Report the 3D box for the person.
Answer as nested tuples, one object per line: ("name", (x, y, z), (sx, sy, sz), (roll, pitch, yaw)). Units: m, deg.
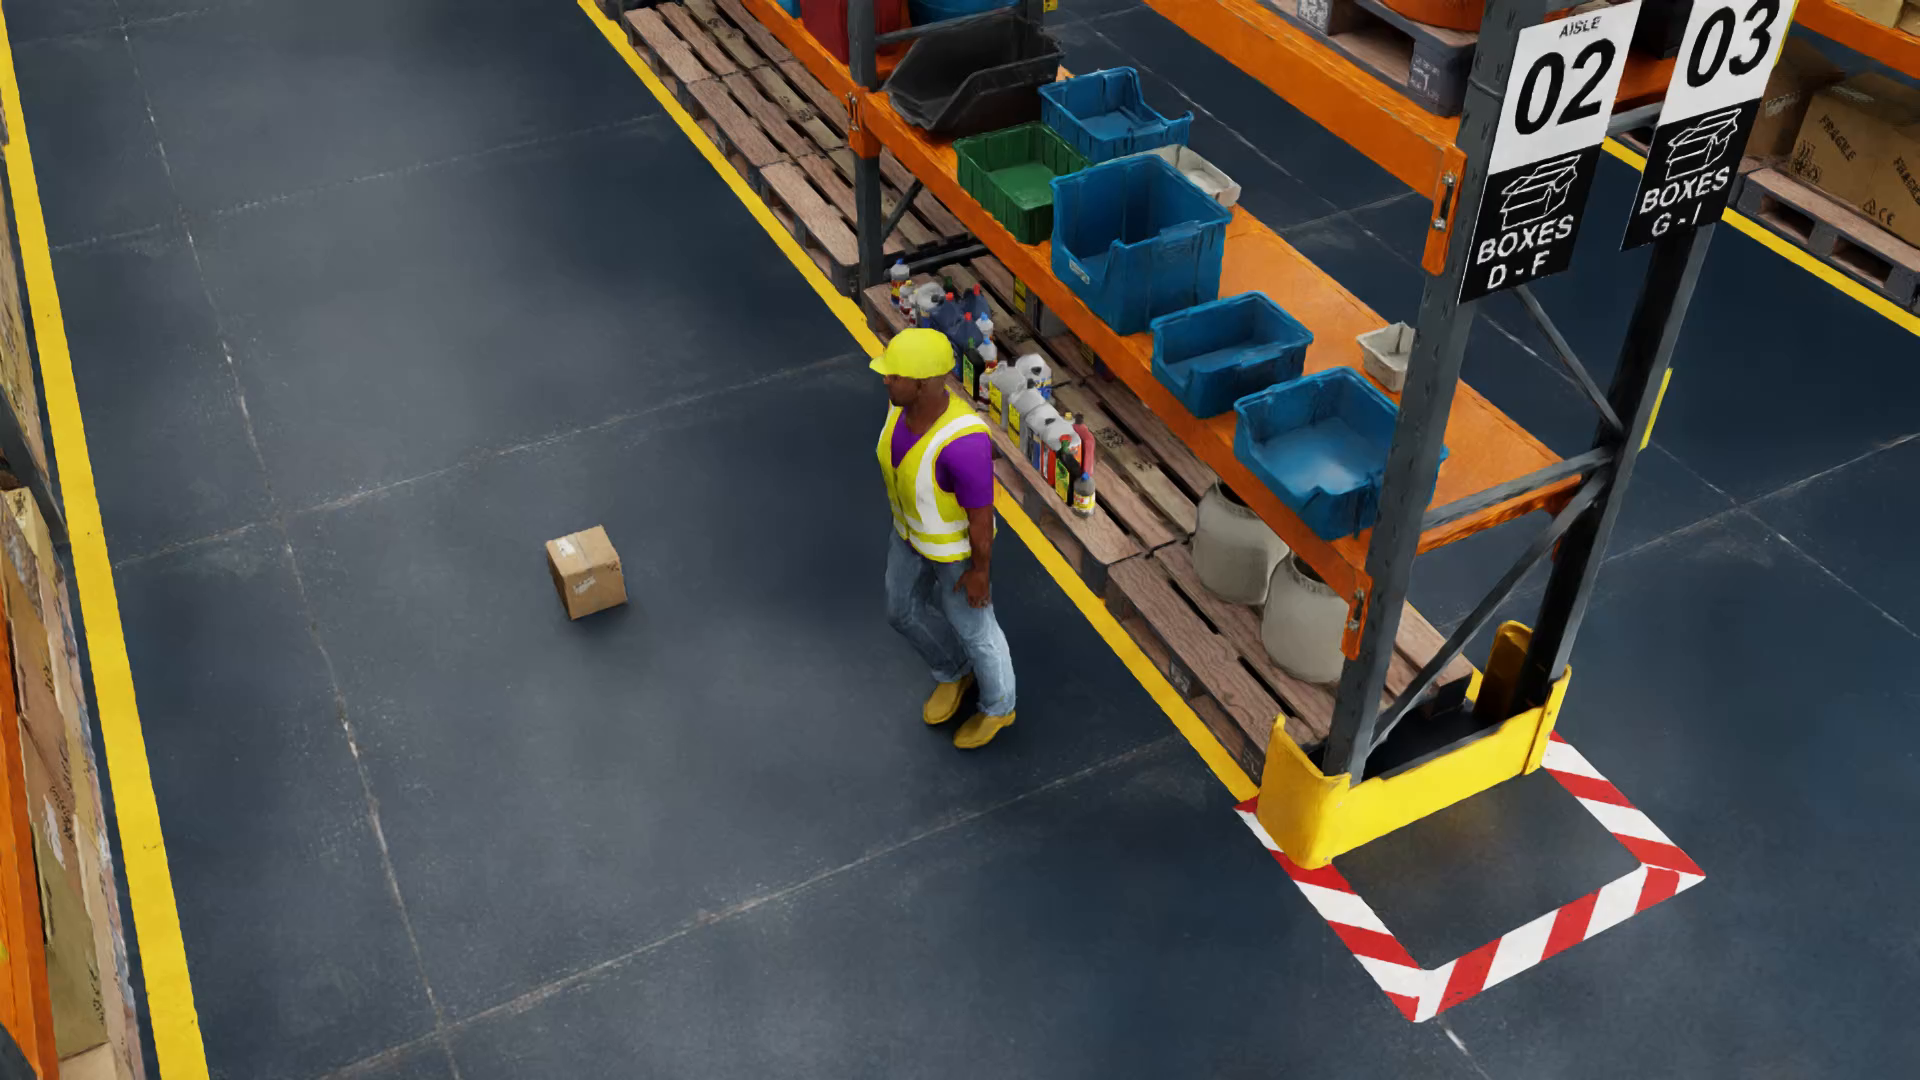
("person", (-0.068, -0.016, 6.152), (0.393, 1.745, 0.627), (-26, 47, -27))
